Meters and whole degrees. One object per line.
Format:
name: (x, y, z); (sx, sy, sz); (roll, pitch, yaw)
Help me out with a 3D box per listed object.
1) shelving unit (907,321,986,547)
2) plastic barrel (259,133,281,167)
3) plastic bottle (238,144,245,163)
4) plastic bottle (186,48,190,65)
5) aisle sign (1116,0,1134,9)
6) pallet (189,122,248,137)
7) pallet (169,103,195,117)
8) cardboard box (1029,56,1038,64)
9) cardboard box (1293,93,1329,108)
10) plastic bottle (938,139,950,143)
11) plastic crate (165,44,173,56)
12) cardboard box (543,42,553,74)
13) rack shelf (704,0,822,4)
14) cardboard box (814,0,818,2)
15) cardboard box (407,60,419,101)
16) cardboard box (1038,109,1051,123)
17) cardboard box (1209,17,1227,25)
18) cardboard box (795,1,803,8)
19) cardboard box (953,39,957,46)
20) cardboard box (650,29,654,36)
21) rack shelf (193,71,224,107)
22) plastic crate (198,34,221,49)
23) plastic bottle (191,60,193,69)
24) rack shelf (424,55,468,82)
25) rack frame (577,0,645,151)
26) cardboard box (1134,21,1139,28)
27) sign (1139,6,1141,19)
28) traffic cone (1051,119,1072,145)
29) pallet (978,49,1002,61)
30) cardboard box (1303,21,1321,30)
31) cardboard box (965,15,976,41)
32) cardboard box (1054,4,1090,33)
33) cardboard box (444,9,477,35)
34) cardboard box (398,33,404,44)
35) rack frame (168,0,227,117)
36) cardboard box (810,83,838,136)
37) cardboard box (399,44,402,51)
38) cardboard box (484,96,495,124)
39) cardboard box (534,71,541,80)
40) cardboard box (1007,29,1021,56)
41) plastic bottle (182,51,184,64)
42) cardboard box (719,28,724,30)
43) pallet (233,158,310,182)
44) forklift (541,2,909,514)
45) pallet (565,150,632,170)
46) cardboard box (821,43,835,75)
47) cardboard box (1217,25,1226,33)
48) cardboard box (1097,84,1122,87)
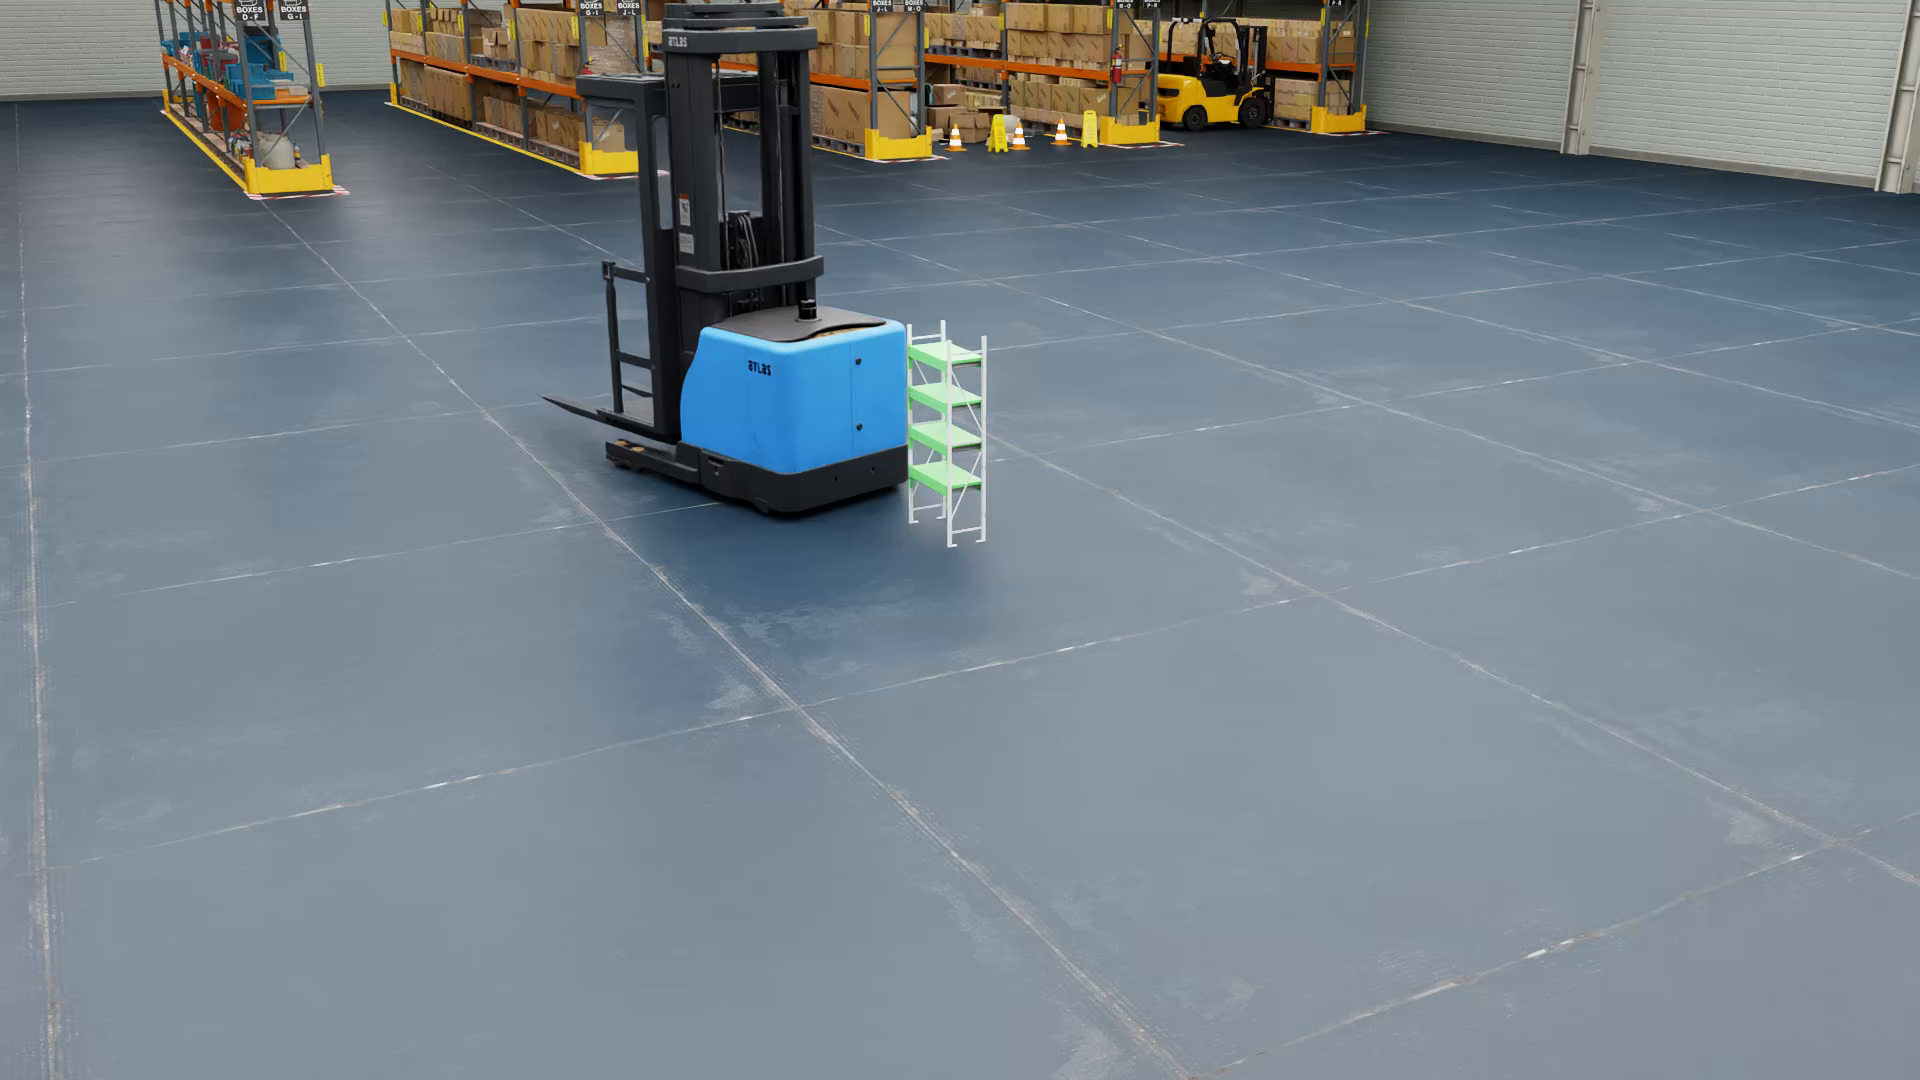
shelving unit: (-0.079, -0.615, 9.573); (0.258, 1.200, 0.503); (-10, 21, -27)
plastic barrel: (-10.467, -5.931, 25.391); (0.421, 0.512, 0.421); (0, 19, 0)
plastic bottle: (-11.268, -6.084, 26.165); (0.152, 0.276, 0.135); (-11, 22, -28)
plastic bottle: (-14.948, -9.382, 32.299); (0.144, 0.351, 0.185); (-10, 21, -27)
aisle sign: (3.005, -10.056, 30.189); (0.394, 0.787, 0.004); (-10, 21, -27)
pallet: (-14.634, -8.135, 32.885); (1.003, 0.211, 1.213); (-10, 21, -27)
pallet: (-17.089, -9.620, 37.186); (1.003, 0.211, 1.213); (-10, 21, -27)
cardboard box: (1.604, -9.567, 33.142); (0.380, 0.149, 0.250); (-9, 21, -25)
cardboard box: (7.092, -8.886, 33.590); (0.500, 0.250, 0.500); (-10, 22, -27)
plastic bottle: (-0.310, -7.520, 31.330); (0.283, 0.061, 0.133); (16, 25, 39)
plastic crate: (-16.852, -10.544, 35.754); (0.416, 0.233, 0.300); (-10, 21, -27)
cardboard box: (-6.497, -8.125, 27.971); (0.875, 0.500, 0.500); (-10, 21, -27)
rack shelf: (-3.926, -10.894, 33.109); (1.077, 0.370, 4.000); (-10, 21, -27)
cardboard box: (-3.445, -13.577, 41.698); (0.380, 0.149, 0.250); (-10, 22, -28)
cardboard box: (-12.281, -10.709, 38.682); (0.875, 0.875, 0.875); (-10, 21, -27)
cardboard box: (1.892, -8.422, 33.012); (0.500, 0.250, 0.500); (-10, 22, -27)
cardboard box: (5.589, -11.165, 35.785); (0.380, 0.149, 0.250); (-10, 21, -26)
cardboard box: (-3.886, -13.527, 42.548); (0.500, 0.500, 0.500); (-10, 21, -27)
cardboard box: (0.081, -10.758, 35.950); (0.380, 0.149, 0.250); (-9, 21, -25)
cardboard box: (-6.745, -11.427, 37.433); (0.380, 0.149, 0.250); (-9, 21, -25)
rack shelf: (-12.698, -7.970, 29.232); (1.077, 0.370, 4.000); (-10, 21, -27)
plastic crate: (-15.751, -10.386, 34.942); (0.402, 0.464, 0.583); (-10, 21, -27)
plastic bottle: (-14.502, -9.026, 31.495); (0.097, 0.201, 0.097); (0, 19, 0)
rack shelf: (-10.239, -9.885, 34.783); (1.077, 0.370, 4.000); (-10, 21, -27)
rack frame: (-5.490, -7.355, 26.347); (1.000, 3.000, 0.127); (-10, 21, -27)
cardboard box: (4.245, -11.886, 38.331); (0.380, 0.149, 0.250); (-10, 21, -26)
sign: (4.286, -12.590, 39.745); (0.100, 0.325, 0.005); (-10, 21, -27)
traffic cone: (1.892, -7.614, 30.988); (0.336, 0.463, 0.334); (-10, 21, -27)
pallet: (1.097, -10.189, 34.855); (1.003, 0.211, 1.213); (-10, 21, -27)
cardboard box: (7.098, -10.290, 33.250); (0.380, 0.149, 0.250); (-10, 21, -27)
cardboard box: (0.434, -10.813, 35.115); (0.500, 0.500, 0.500); (-9, 21, -25)
cardboard box: (2.230, -9.940, 31.697); (0.700, 0.500, 0.500); (-10, 22, -27)
cardboard box: (-10.253, -10.764, 34.536); (0.797, 0.503, 0.637); (-9, 21, -25)
cardboard box: (-12.609, -11.545, 38.264); (0.500, 0.250, 0.500); (-11, 22, -28)
rack frame: (-15.547, -10.032, 34.107); (1.000, 3.000, 0.127); (-10, 21, -27)
cardboard box: (-2.308, -7.987, 30.792); (0.875, 0.875, 0.875); (-10, 21, -26)
cardboard box: (-12.720, -11.381, 38.401); (0.380, 0.149, 0.250); (-10, 22, -28)
cardboard box: (-8.953, -8.488, 32.790); (0.700, 0.500, 0.500); (-11, 22, -30)
cardboard box: (-7.092, -7.986, 28.562); (0.380, 0.149, 0.250); (-10, 21, -27)
cardboard box: (1.295, -10.056, 33.567); (0.500, 0.500, 0.500); (-10, 21, -27)
plastic bottle: (-15.458, -9.637, 33.158); (0.097, 0.271, 0.097); (0, 19, 0)
cardboard box: (-4.672, -10.780, 34.587); (0.700, 0.500, 0.500); (-10, 21, -27)
pallet: (-10.883, -5.868, 26.312); (1.003, 0.211, 1.213); (-10, 21, -27)
forklift: (-1.710, -1.937, 10.752); (1.130, 2.935, 3.031); (-18, 26, -42)
pallet: (-5.881, -6.297, 27.557); (1.003, 0.211, 1.213); (-10, 21, -27)
cardboard box: (-2.017, -8.745, 30.145); (0.875, 0.550, 0.500); (-10, 21, -27)
cardboard box: (5.743, -10.955, 35.634); (0.380, 0.149, 0.250); (-9, 21, -25)
cardboard box: (2.828, -8.573, 32.301); (0.500, 0.500, 0.500); (-11, 22, -29)
